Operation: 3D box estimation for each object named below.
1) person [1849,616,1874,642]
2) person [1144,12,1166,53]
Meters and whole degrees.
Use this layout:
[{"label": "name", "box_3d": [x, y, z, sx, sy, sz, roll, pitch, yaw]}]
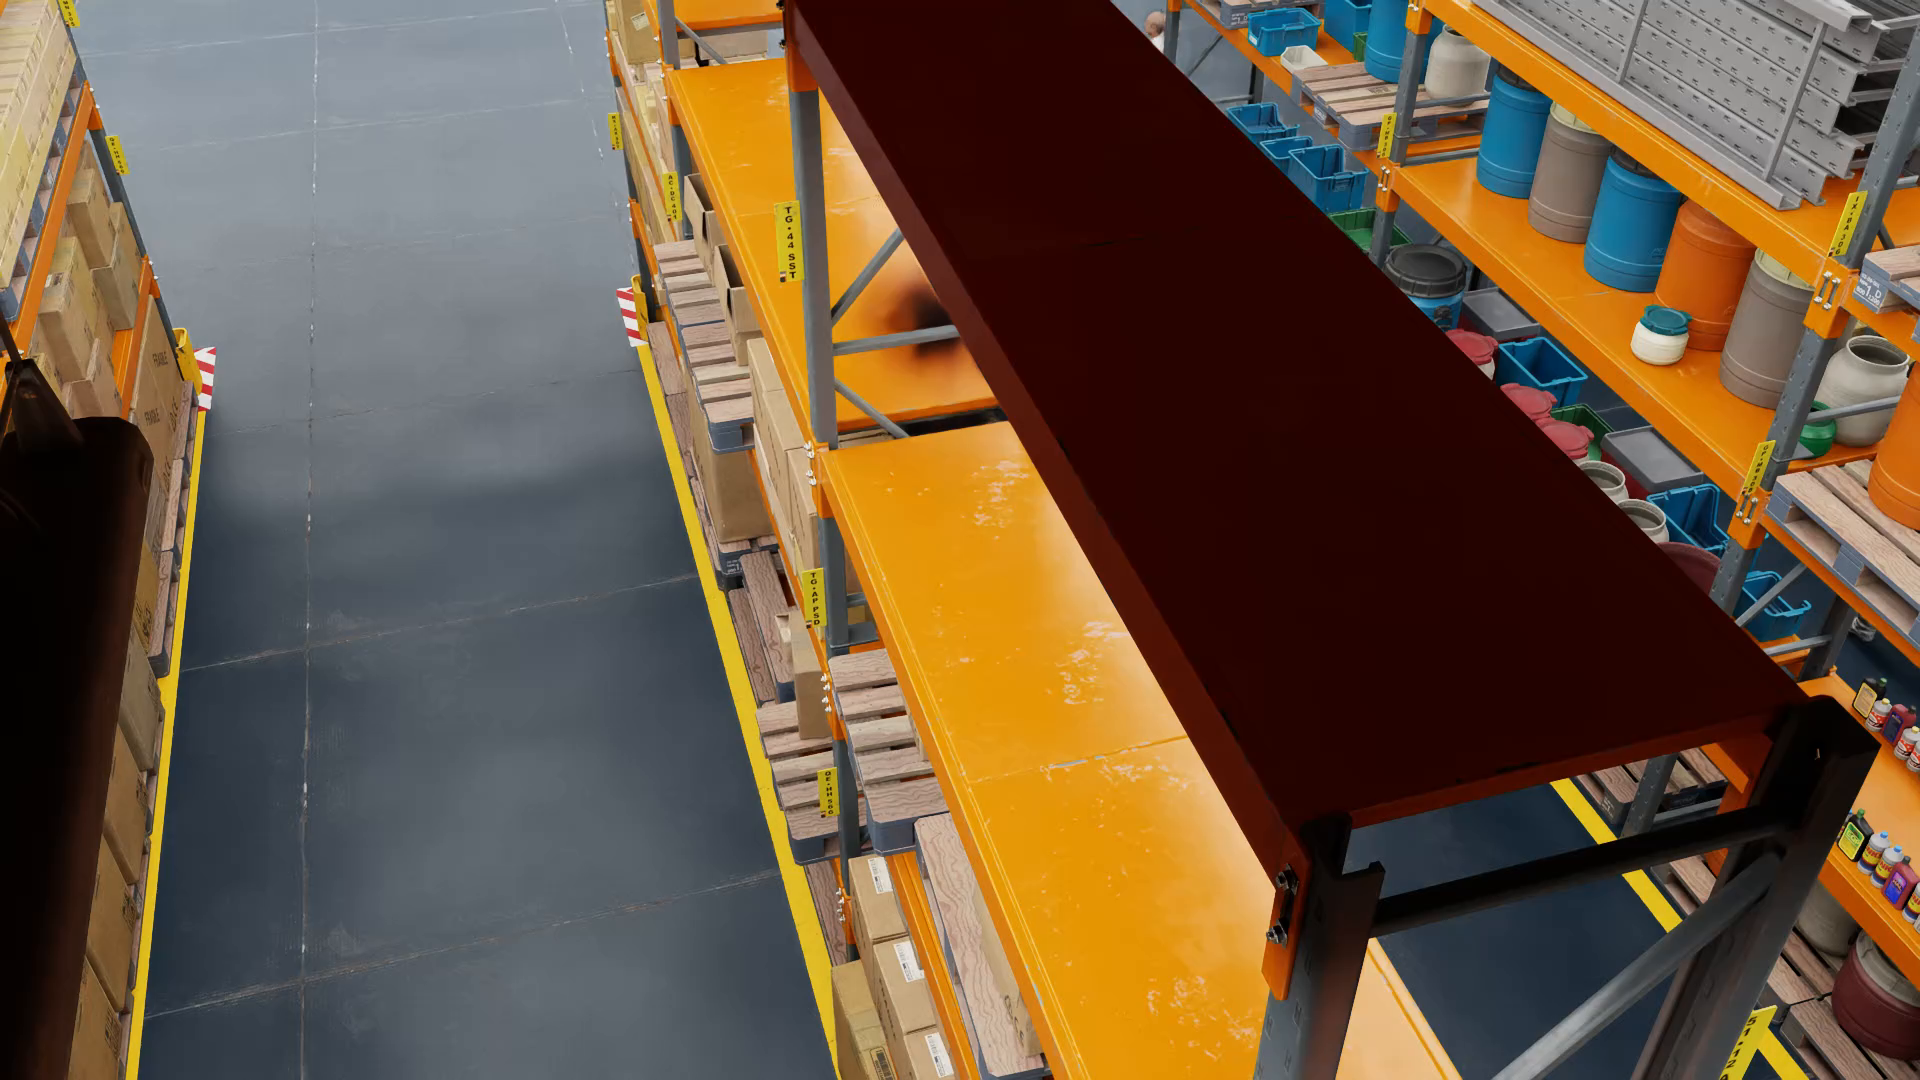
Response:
[{"label": "person", "box_3d": [6.549, 0.083, 11.340, 0.681, 1.750, 0.731, -19, 42, -22]}, {"label": "person", "box_3d": [1.982, -4.508, 17.117, 0.831, 1.866, 0.741, 15, 41, 18]}]
